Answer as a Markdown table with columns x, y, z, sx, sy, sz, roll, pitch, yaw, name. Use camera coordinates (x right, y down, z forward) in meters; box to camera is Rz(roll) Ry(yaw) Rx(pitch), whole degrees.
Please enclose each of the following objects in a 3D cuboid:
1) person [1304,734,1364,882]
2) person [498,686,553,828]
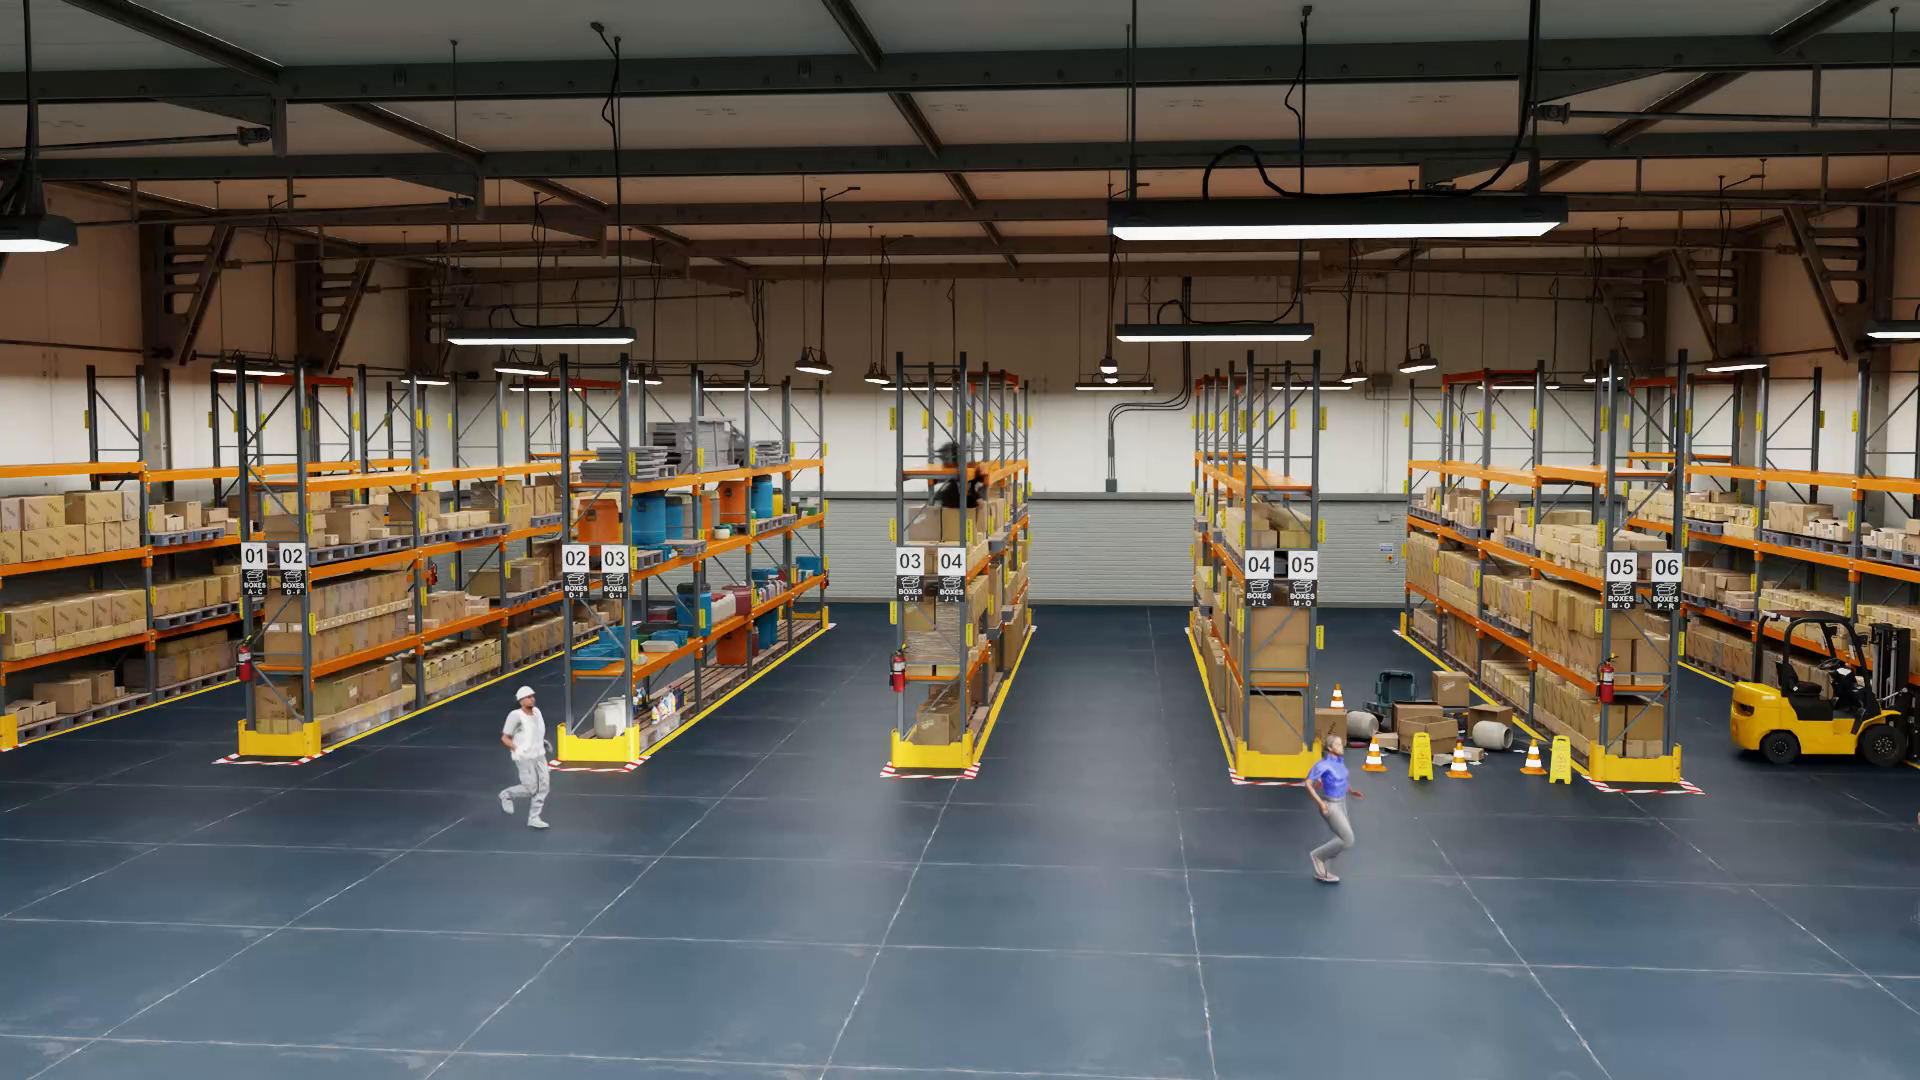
| x | y | z | sx | sy | sz | roll | pitch | yaw | name |
| --- | --- | --- | --- | --- | --- | --- | --- | --- | --- |
| 4.088 | 2.911 | 17.987 | 0.559 | 1.608 | 0.560 | 3 | 5 | 37 | person |
| -5.368 | 2.676 | 20.572 | 0.688 | 1.743 | 0.683 | 2 | 5 | 27 | person |
